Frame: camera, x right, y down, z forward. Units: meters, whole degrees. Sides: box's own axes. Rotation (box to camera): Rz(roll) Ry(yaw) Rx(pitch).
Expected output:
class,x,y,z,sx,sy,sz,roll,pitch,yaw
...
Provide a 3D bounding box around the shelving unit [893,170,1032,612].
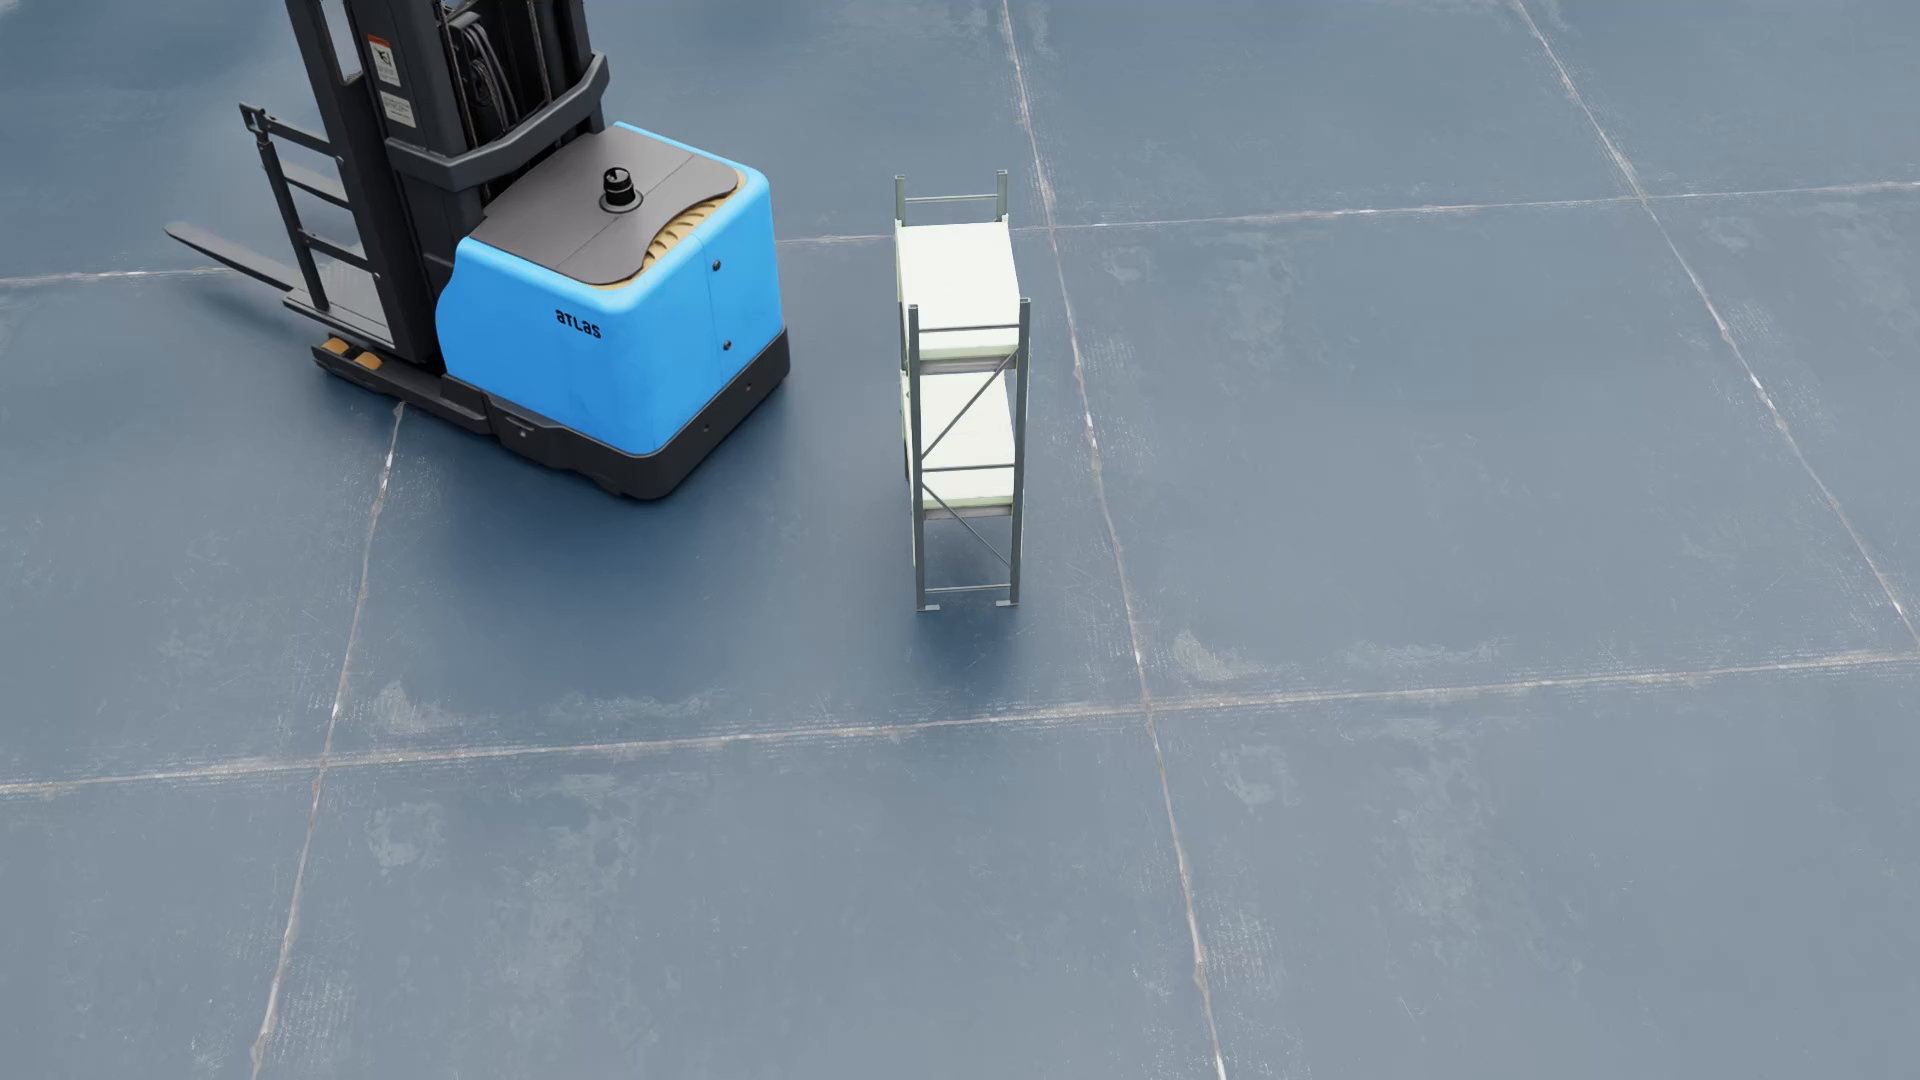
class,x,y,z,sx,sy,sz,roll,pitch,yaw
shelving unit,-0.001,-0.521,6.210,0.431,1.500,0.755,-3,47,-3

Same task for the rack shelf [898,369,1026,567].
class,x,y,z,sx,sy,sz,roll,pitch,yaw
rack shelf,-0.001,-0.296,6.447,0.431,0.370,0.720,-3,47,-3

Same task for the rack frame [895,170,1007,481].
class,x,y,z,sx,sy,sz,roll,pitch,yaw
rack frame,-0.031,-0.785,6.461,0.400,1.500,0.023,-3,47,-3

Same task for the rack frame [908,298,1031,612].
class,x,y,z,sx,sy,sz,roll,pitch,yaw
rack frame,0.030,-0.256,5.959,0.400,1.500,0.023,-3,47,-3

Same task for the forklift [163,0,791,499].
class,x,y,z,sx,sy,sz,roll,pitch,yaw
forklift,-2.284,-1.980,6.606,3.031,2.935,1.130,23,51,20

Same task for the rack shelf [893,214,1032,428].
class,x,y,z,sx,sy,sz,roll,pitch,yaw
rack shelf,-0.001,-0.789,5.927,0.431,0.370,0.720,-3,47,-3
